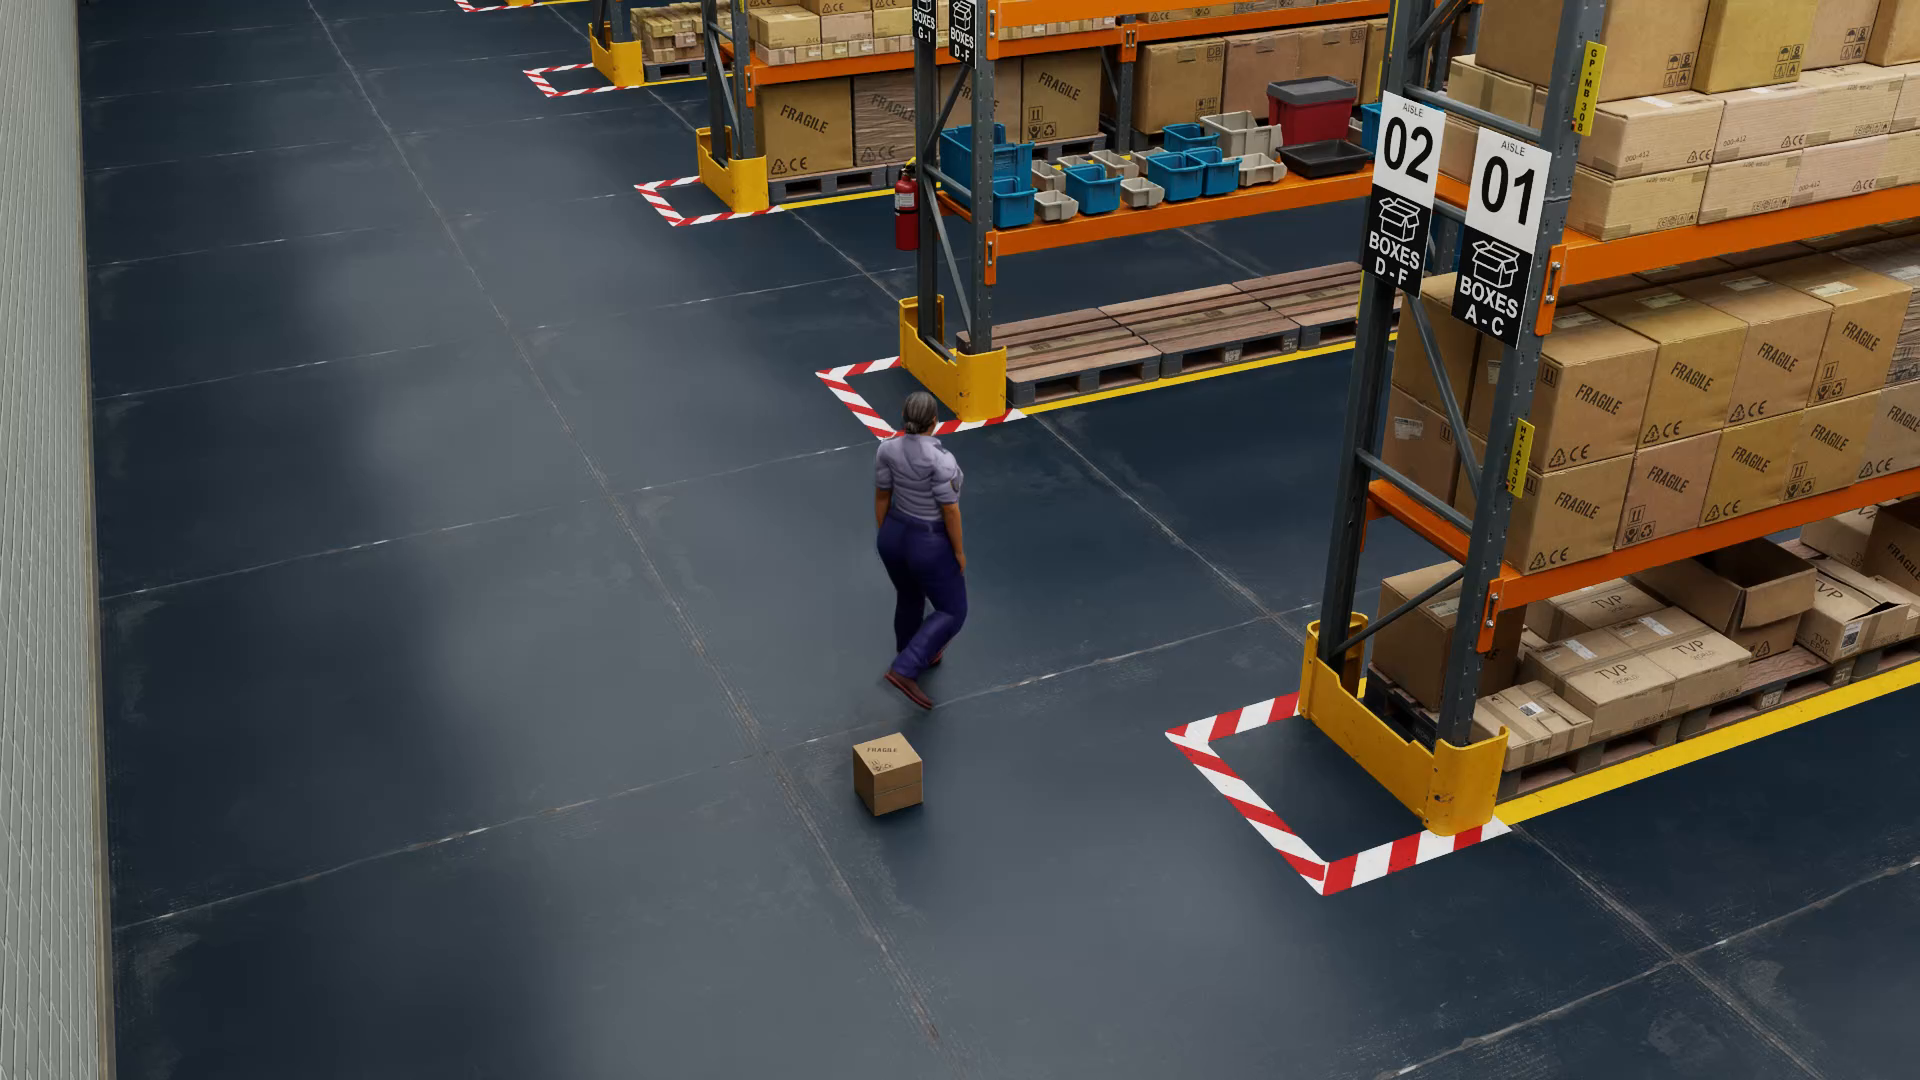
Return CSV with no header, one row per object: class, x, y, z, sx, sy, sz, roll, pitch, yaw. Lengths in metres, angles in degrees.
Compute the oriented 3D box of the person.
person,-0.235,0.059,8.316,0.522,1.636,0.679,20,35,31
